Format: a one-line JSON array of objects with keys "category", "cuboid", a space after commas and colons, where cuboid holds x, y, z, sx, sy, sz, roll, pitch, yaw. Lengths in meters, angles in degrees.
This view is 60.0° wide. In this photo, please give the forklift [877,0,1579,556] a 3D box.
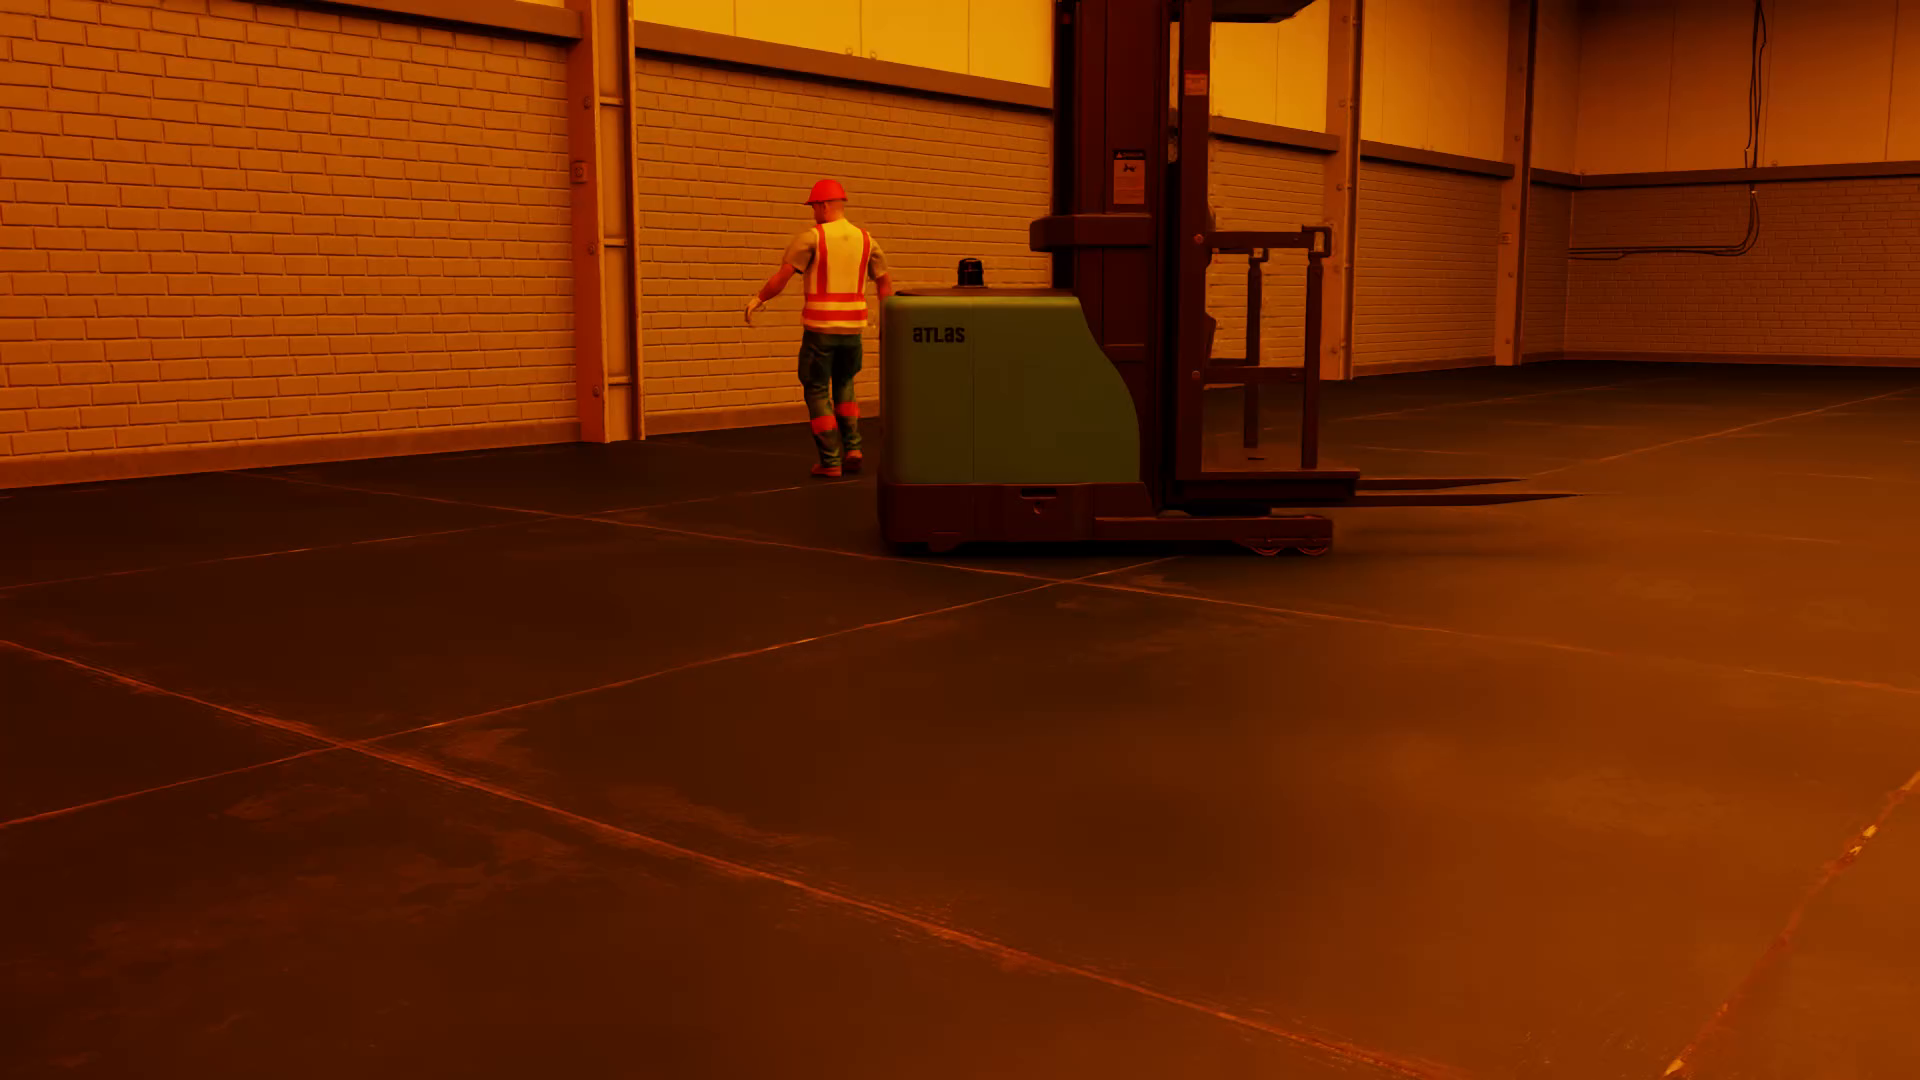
[{"category": "forklift", "cuboid": [1.157, -1.460, 7.258, 3.031, 2.935, 1.130, -1, 8, -4]}]

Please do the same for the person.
[{"category": "person", "cuboid": [-0.794, -1.255, 10.027, 0.944, 1.797, 0.478, -4, 9, -26]}]
